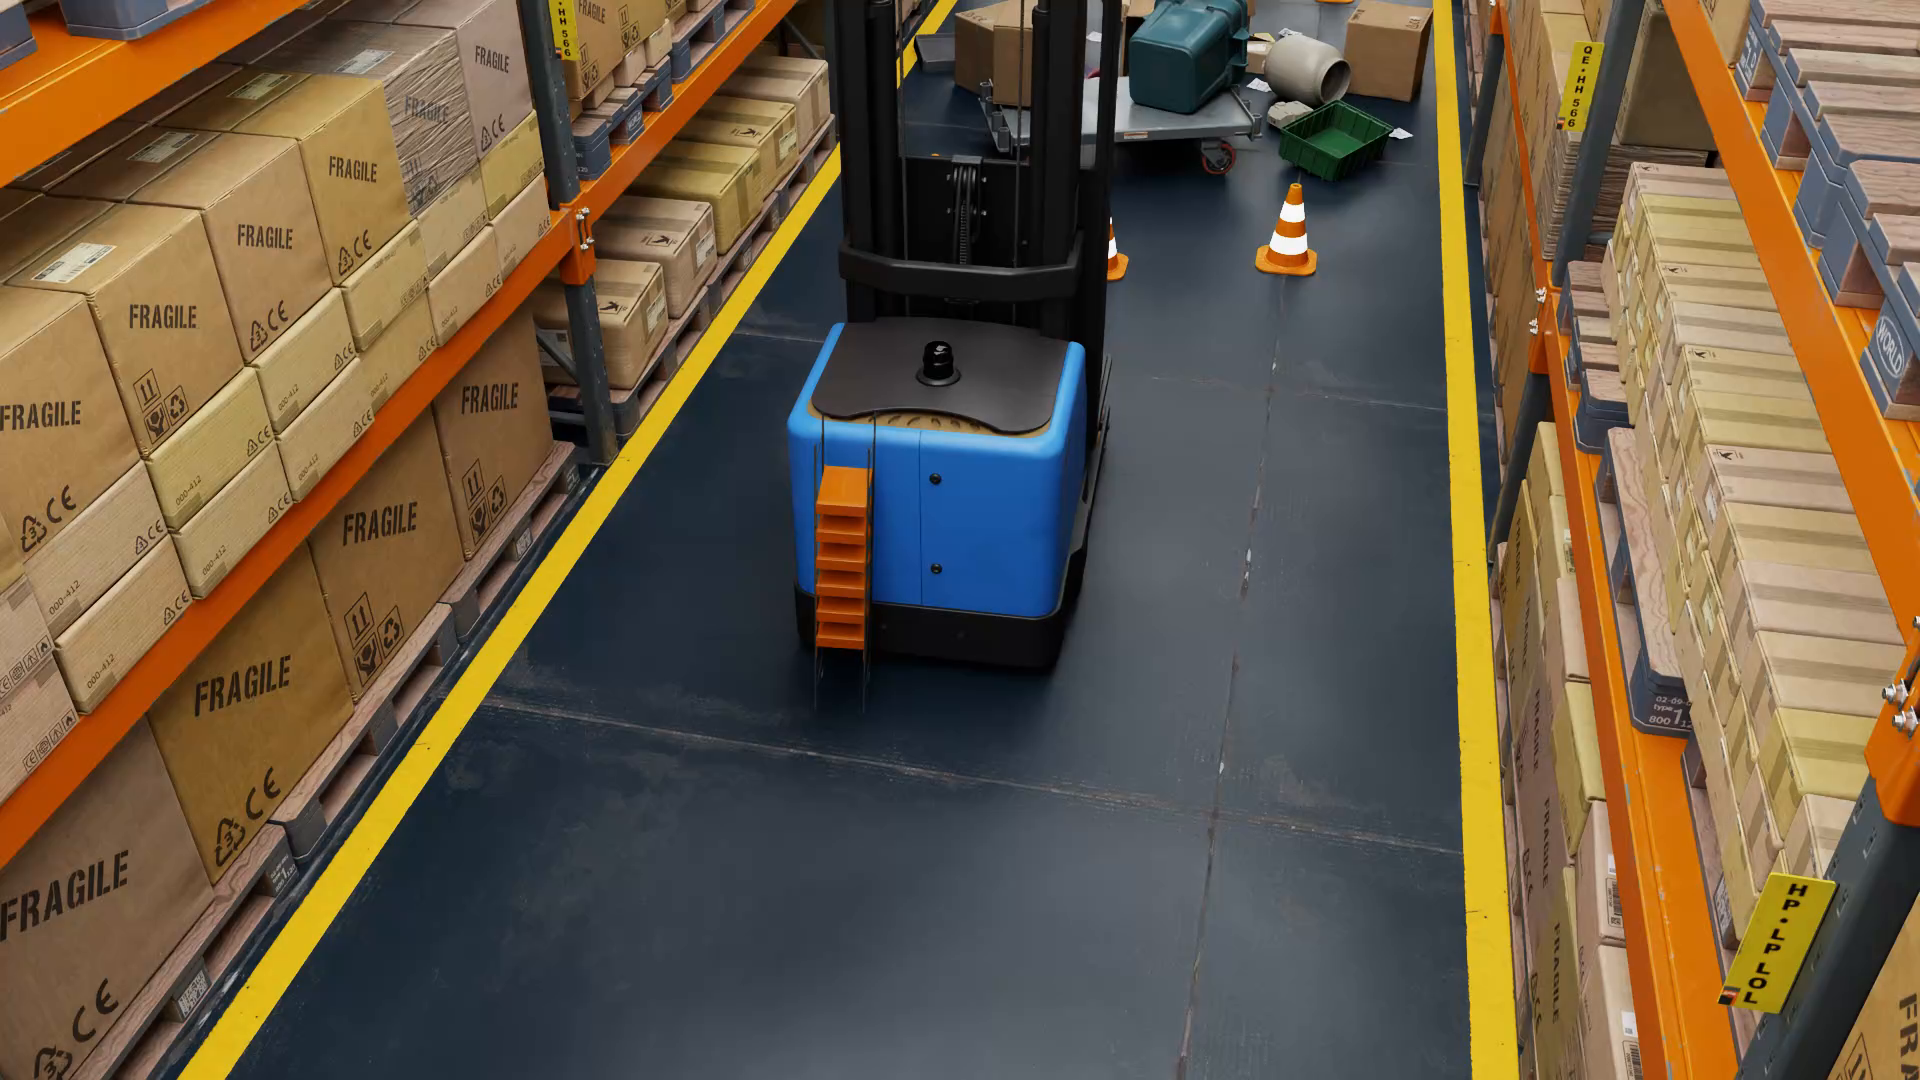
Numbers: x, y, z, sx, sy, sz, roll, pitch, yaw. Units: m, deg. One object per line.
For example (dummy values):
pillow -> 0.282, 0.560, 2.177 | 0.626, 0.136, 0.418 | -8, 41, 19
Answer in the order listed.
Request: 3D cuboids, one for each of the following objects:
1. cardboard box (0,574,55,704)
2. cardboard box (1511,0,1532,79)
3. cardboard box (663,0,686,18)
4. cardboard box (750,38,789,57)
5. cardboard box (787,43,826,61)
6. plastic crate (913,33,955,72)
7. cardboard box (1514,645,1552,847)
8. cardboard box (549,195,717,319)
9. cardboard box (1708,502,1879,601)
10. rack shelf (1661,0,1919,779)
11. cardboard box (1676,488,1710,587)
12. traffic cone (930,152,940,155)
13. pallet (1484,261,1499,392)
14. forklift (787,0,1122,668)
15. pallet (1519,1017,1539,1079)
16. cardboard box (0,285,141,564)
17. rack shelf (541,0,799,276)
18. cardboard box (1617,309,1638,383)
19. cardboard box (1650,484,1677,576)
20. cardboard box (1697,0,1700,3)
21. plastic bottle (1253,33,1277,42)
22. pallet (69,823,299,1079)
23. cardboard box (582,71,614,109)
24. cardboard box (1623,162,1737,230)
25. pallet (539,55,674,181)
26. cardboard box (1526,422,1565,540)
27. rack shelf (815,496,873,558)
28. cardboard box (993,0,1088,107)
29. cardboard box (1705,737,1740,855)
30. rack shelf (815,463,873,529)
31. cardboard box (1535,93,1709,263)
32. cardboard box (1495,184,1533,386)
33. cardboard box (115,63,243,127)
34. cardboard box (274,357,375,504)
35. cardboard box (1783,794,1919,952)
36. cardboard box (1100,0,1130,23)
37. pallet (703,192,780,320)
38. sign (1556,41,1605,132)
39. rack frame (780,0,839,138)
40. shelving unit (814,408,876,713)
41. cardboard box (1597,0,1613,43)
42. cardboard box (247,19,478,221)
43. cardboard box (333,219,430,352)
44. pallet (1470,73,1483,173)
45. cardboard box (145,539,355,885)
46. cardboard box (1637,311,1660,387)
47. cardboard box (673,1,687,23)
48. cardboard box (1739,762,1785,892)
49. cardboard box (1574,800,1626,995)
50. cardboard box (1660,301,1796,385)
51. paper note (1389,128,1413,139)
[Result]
cardboard box -> -2.586, 0.291, 3.994 | 0.500, 0.250, 0.500 | 6, 36, 9
cardboard box -> 3.019, -2.571, 8.156 | 0.500, 0.500, 0.500 | 7, 37, 10
cardboard box -> -1.567, -2.808, 7.872 | 0.500, 0.500, 0.500 | 8, 37, 11
cardboard box -> -1.383, -3.366, 11.323 | 0.500, 0.250, 0.500 | 9, 37, 12
cardboard box -> -0.857, -3.298, 11.229 | 0.500, 0.250, 0.500 | 6, 36, 8
plastic crate -> -0.110, -3.552, 12.082 | 0.402, 0.080, 0.583 | -5, 36, -6
cardboard box -> 2.147, 0.718, 5.475 | 0.500, 0.500, 0.500 | 6, 36, 9
cardboard box -> -1.821, -1.496, 8.640 | 0.950, 0.372, 0.625 | 7, 36, 9
cardboard box -> 2.023, 0.055, 3.967 | 0.380, 0.149, 0.250 | 6, 36, 8
rack shelf -> 2.329, -0.858, 3.934 | 1.077, 0.370, 4.000 | 7, 37, 10
cardboard box -> 2.072, 0.014, 4.277 | 0.380, 0.149, 0.250 | 7, 37, 10
traffic cone -> -0.144, -2.023, 9.647 | 0.336, 0.463, 0.334 | 7, 37, 10
pallet -> 3.261, -1.092, 8.576 | 1.003, 0.211, 1.213 | 7, 37, 10
forklift -> 0.105, -1.551, 6.893 | 1.130, 2.935, 3.031 | 6, 36, 8
pallet -> 2.067, 1.895, 4.456 | 1.003, 0.211, 1.213 | 7, 37, 10
cardboard box -> -2.499, -0.307, 4.180 | 0.500, 0.500, 0.500 | 7, 37, 10
rack shelf -> -1.674, -2.499, 8.755 | 1.077, 0.370, 4.000 | 7, 37, 10
cardboard box -> 2.349, -0.609, 5.391 | 0.380, 0.149, 0.250 | 9, 37, 12
cardboard box -> 2.126, -0.009, 4.562 | 0.380, 0.149, 0.250 | 6, 36, 8
cardboard box -> 2.275, -1.754, 4.473 | 0.500, 0.500, 0.500 | 7, 37, 10
plastic bottle -> 2.255, -3.659, 12.247 | 0.133, 0.061, 0.283 | -5, 36, -6
pallet -> -2.864, 1.327, 5.239 | 1.003, 0.211, 1.213 | 7, 37, 10
cardboard box -> -1.757, -2.033, 7.355 | 0.380, 0.149, 0.250 | 5, 36, 7
cardboard box -> 2.468, -1.147, 5.626 | 0.380, 0.149, 0.250 | 7, 37, 10
pallet -> -2.053, -1.988, 7.600 | 1.213, 0.211, 1.003 | 7, 37, 10
cardboard box -> 2.373, -0.177, 6.072 | 0.500, 0.250, 0.500 | 6, 36, 8
rack shelf -> -0.414, -0.058, 5.968 | 0.180, 0.103, 0.258 | 4, 36, 1
cardboard box -> 0.499, -3.025, 10.353 | 0.500, 0.500, 0.500 | 7, 37, 10
cardboard box -> 1.903, 0.600, 3.722 | 0.380, 0.149, 0.250 | 7, 37, 10
rack shelf -> -0.408, -0.155, 5.897 | 0.180, 0.103, 0.258 | 4, 36, 1
cardboard box -> 2.590, -1.413, 6.559 | 0.500, 0.500, 0.500 | 7, 37, 10
cardboard box -> 3.158, -1.179, 7.881 | 1.050, 0.750, 0.750 | 8, 37, 11
cardboard box -> -2.667, -1.256, 5.490 | 0.500, 0.500, 0.500 | 8, 37, 11
cardboard box -> -2.254, -0.383, 5.350 | 0.500, 0.250, 0.500 | 7, 36, 9
cardboard box -> 1.797, 0.649, 3.148 | 0.380, 0.149, 0.250 | 9, 37, 12
cardboard box -> 1.301, -4.071, 12.741 | 0.380, 0.149, 0.250 | 28, 44, 33
pallet -> -1.670, -1.659, 9.360 | 1.003, 0.211, 1.213 | 7, 37, 10
sign -> 2.214, -1.617, 5.939 | 0.100, 0.325, 0.005 | 7, 37, 10
rack frame -> -1.247, -3.937, 10.126 | 1.000, 3.000, 0.127 | 7, 37, 10
shelving unit -> -0.423, 0.100, 6.083 | 0.189, 1.200, 0.258 | 4, 36, 1
cardboard box -> 2.969, -2.072, 6.616 | 0.700, 0.500, 0.500 | 7, 36, 9
cardboard box -> -2.057, -1.464, 5.777 | 0.500, 0.500, 0.500 | 8, 37, 11
cardboard box -> -2.151, -0.885, 5.617 | 0.500, 0.250, 0.500 | 6, 36, 9
pallet -> 3.850, -2.671, 10.756 | 1.003, 0.211, 1.213 | 7, 37, 10
cardboard box -> -2.716, 0.456, 5.518 | 0.875, 0.875, 0.875 | 8, 37, 11
cardboard box -> 2.294, -0.564, 5.075 | 0.380, 0.149, 0.250 | 7, 37, 10
cardboard box -> -1.577, -2.654, 8.211 | 0.380, 0.149, 0.250 | 9, 37, 12
cardboard box -> 1.849, 0.620, 3.442 | 0.380, 0.149, 0.250 | 8, 37, 10
cardboard box -> 1.937, 0.999, 4.449 | 0.500, 0.250, 0.500 | 9, 37, 12
cardboard box -> 2.244, -0.548, 4.799 | 0.380, 0.149, 0.250 | 9, 37, 12
paper note -> 2.870, -2.671, 10.909 | 0.147, 0.020, 0.142 | -17, 39, -22
